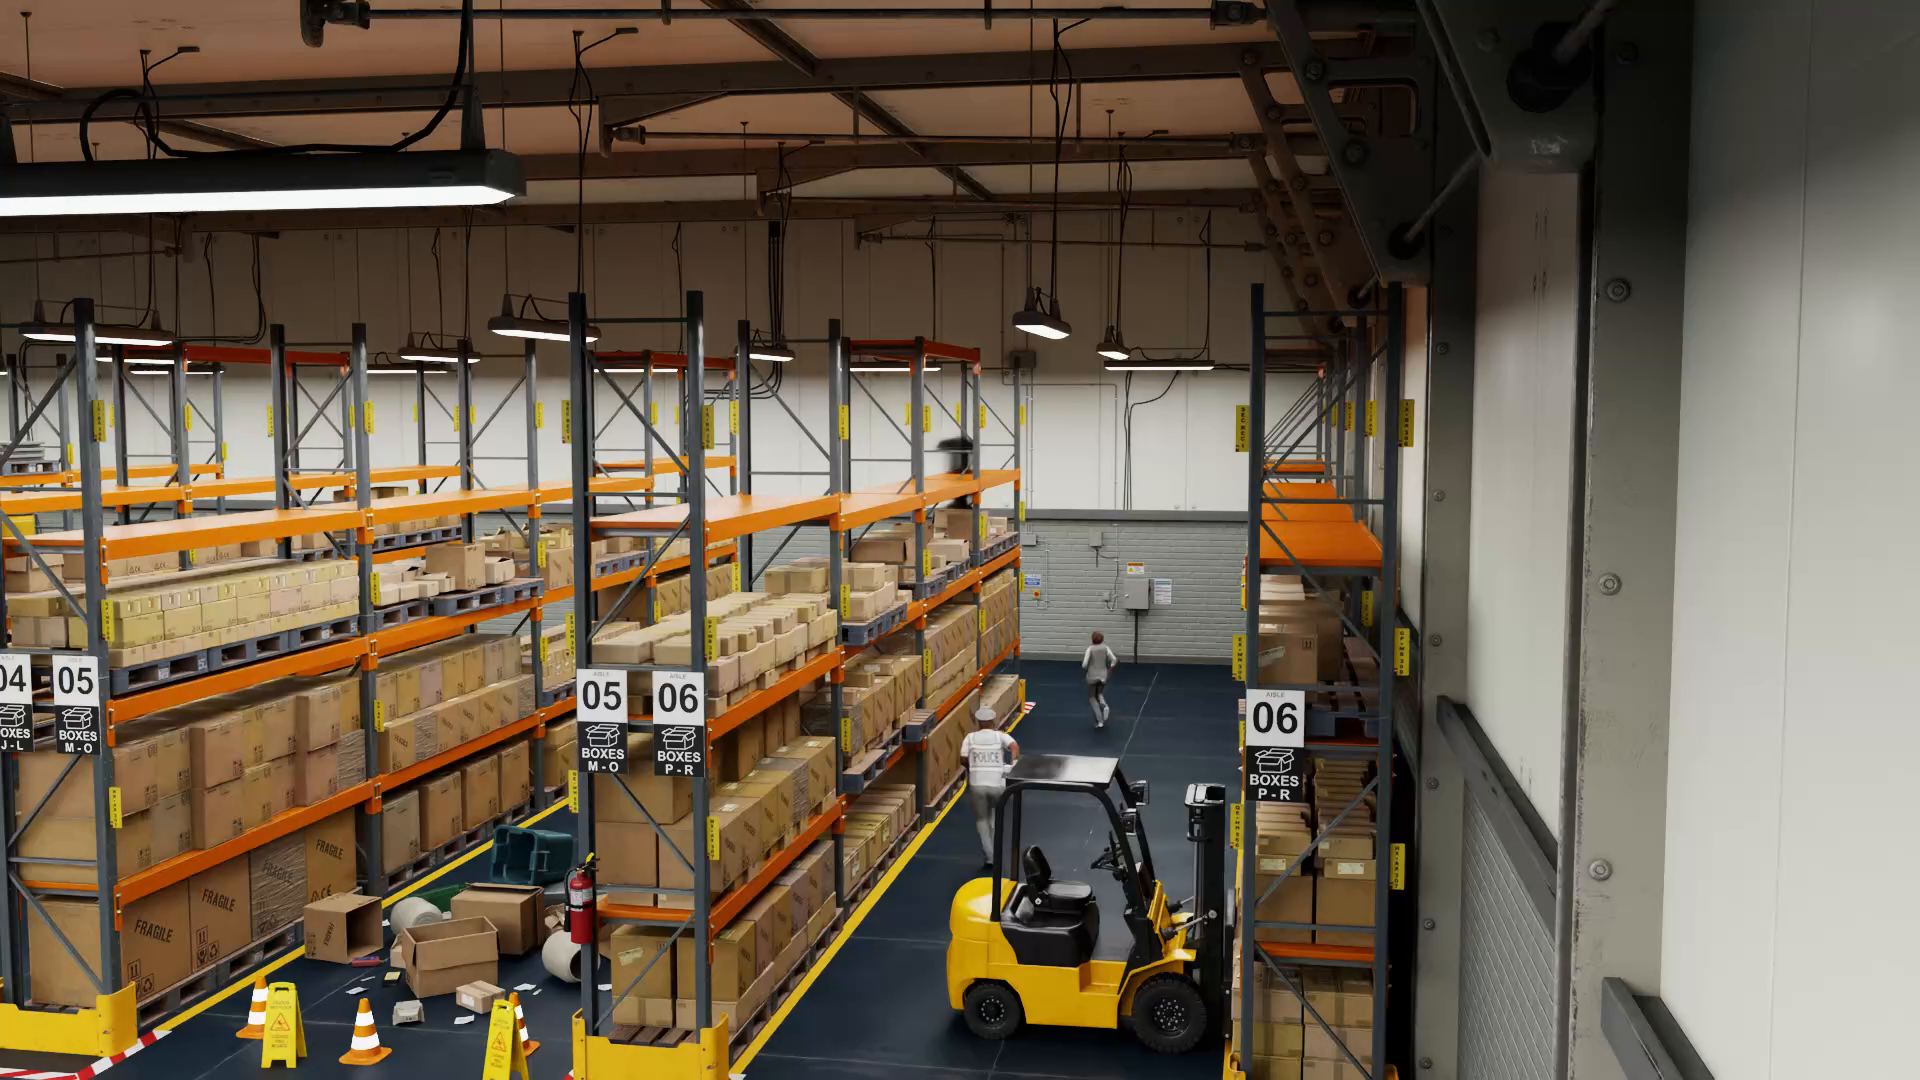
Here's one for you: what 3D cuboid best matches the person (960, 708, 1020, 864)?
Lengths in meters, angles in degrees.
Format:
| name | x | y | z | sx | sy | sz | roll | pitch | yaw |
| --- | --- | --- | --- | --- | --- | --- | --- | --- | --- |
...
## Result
| name | x | y | z | sx | sy | sz | roll | pitch | yaw |
| --- | --- | --- | --- | --- | --- | --- | --- | --- | --- |
| person | 0.326 | 2.788 | 18.980 | 0.652 | 1.695 | 0.783 | 0 | 5 | -6 |

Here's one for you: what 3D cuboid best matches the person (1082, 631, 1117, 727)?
| name | x | y | z | sx | sy | sz | roll | pitch | yaw |
| --- | --- | --- | --- | --- | --- | --- | --- | --- | --- |
| person | 2.216 | 2.234 | 26.858 | 0.542 | 1.565 | 0.532 | -1 | 5 | -17 |
